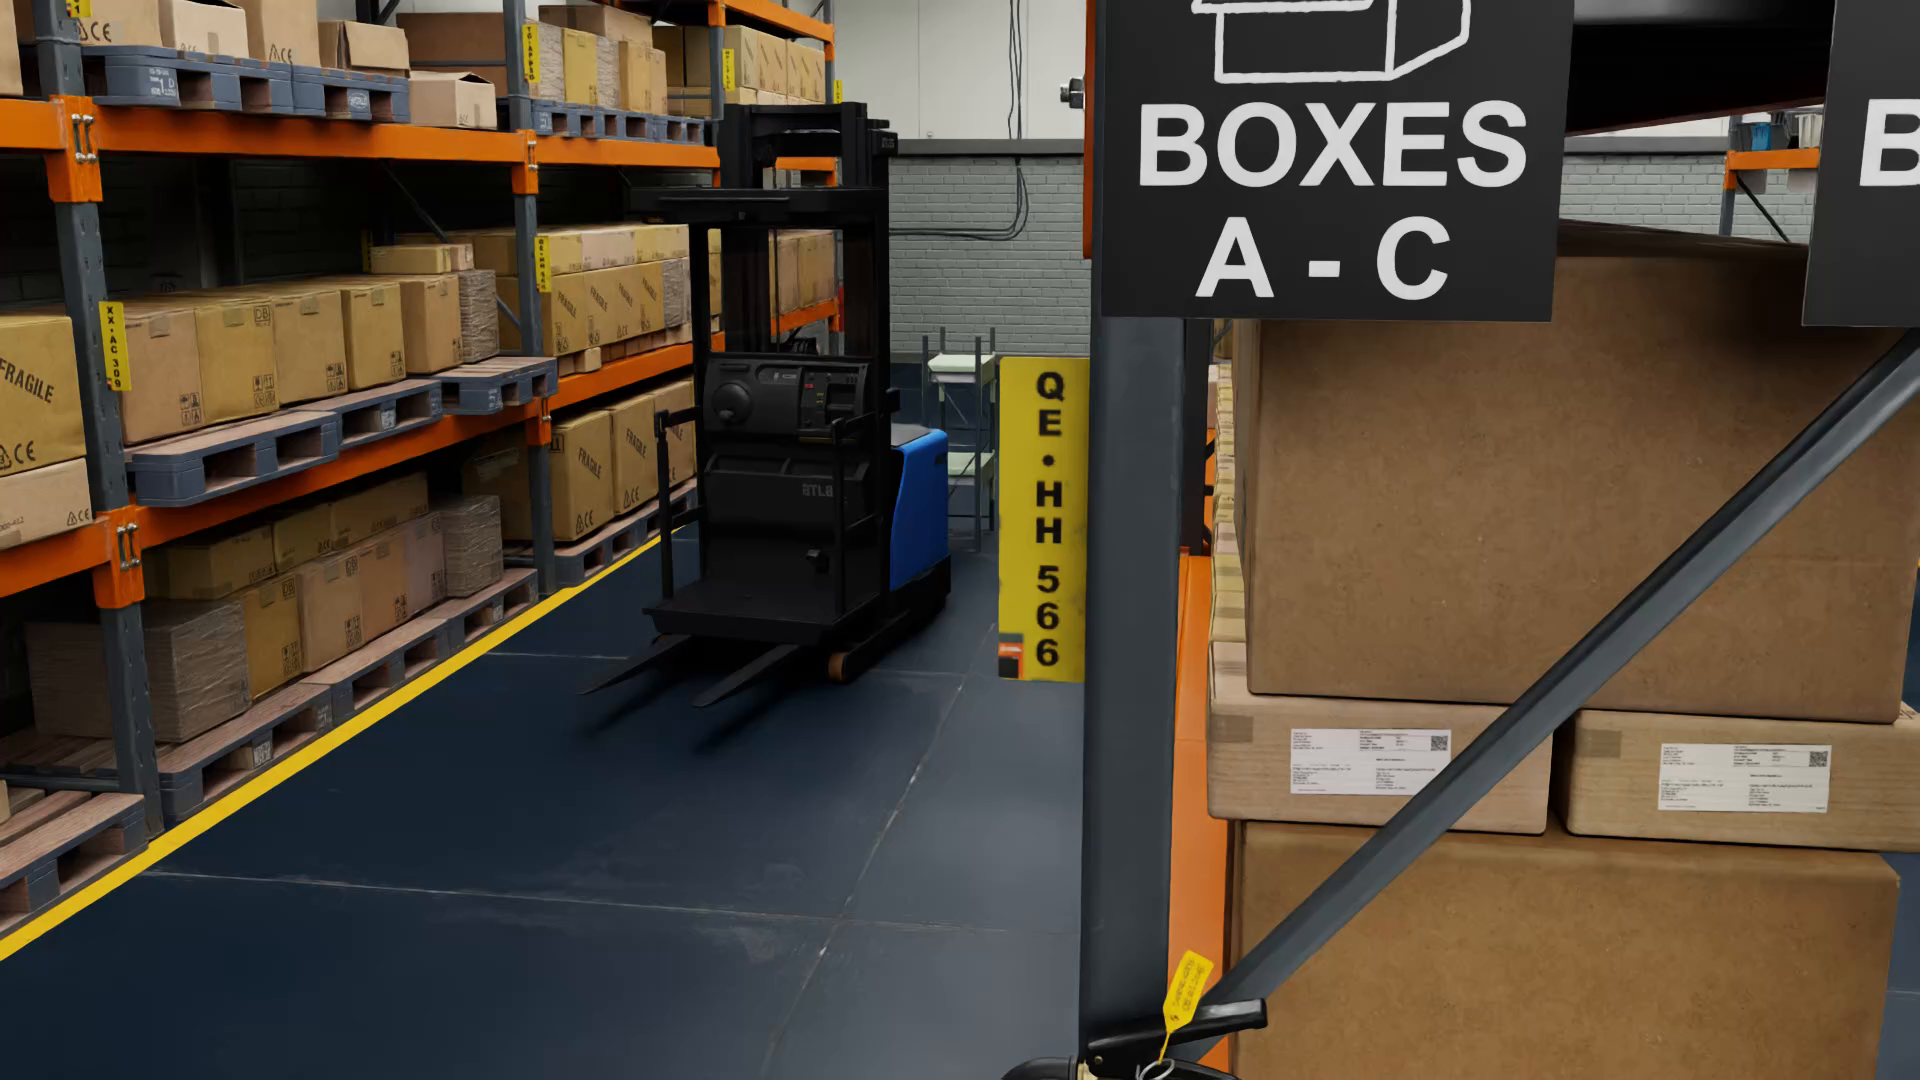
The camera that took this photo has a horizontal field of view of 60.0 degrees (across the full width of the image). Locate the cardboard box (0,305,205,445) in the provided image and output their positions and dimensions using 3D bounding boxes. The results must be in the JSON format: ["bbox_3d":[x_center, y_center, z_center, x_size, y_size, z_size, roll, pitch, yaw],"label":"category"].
[{"bbox_3d":[-3.546,-0.676,6.729,0.700,0.500,0.500,2,12,9],"label":"cardboard box"}]

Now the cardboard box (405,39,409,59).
[{"bbox_3d":[-3.380,-2.523,9.174,0.500,0.500,0.500,2,12,9],"label":"cardboard box"}]

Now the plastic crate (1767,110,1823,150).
[{"bbox_3d":[7.471,-3.611,14.658,0.504,0.338,0.767,2,12,9],"label":"plastic crate"}]

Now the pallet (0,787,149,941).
[{"bbox_3d":[-3.726,1.197,5.940,1.003,0.211,1.213,2,12,9],"label":"pallet"}]

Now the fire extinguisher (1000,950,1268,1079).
[{"bbox_3d":[0.145,0.732,1.659,0.296,0.674,0.183,2,12,9],"label":"fire extinguisher"}]

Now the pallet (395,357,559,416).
[{"bbox_3d":[-3.047,-0.895,9.479,1.213,0.211,1.003,2,12,9],"label":"pallet"}]

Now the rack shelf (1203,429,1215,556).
[{"bbox_3d":[1.545,-0.212,7.566,1.077,0.370,4.000,2,12,9],"label":"rack shelf"}]

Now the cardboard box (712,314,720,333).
[{"bbox_3d":[-2.199,-1.780,13.683,0.380,0.149,0.250,2,12,9],"label":"cardboard box"}]

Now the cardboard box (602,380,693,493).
[{"bbox_3d":[-2.532,-0.803,12.703,0.750,0.750,0.750,2,12,10],"label":"cardboard box"}]

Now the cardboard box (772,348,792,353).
[{"bbox_3d":[-1.699,-1.871,16.952,0.380,0.149,0.250,2,12,10],"label":"cardboard box"}]

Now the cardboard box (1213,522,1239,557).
[{"bbox_3d":[0.612,0.073,2.757,0.380,0.149,0.250,2,12,9],"label":"cardboard box"}]

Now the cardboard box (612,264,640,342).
[{"bbox_3d":[-2.548,-1.649,11.534,0.500,0.500,0.500,2,12,8],"label":"cardboard box"}]

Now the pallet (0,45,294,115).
[{"bbox_3d":[-3.457,-1.807,6.584,1.213,0.211,1.003,2,12,9],"label":"pallet"}]

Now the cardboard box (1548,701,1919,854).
[{"bbox_3d":[0.896,0.244,1.963,0.380,0.149,0.250,2,12,8],"label":"cardboard box"}]

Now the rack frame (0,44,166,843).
[{"bbox_3d":[-3.658,-0.307,6.300,1.000,3.000,0.127,2,12,9],"label":"rack frame"}]

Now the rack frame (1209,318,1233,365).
[{"bbox_3d":[1.853,-0.980,9.422,1.000,3.000,0.127,2,12,9],"label":"rack frame"}]

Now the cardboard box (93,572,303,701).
[{"bbox_3d":[-3.531,0.436,7.737,0.700,0.500,0.500,2,12,8],"label":"cardboard box"}]

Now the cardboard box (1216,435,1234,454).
[{"bbox_3d":[0.770,-0.141,3.753,0.380,0.149,0.250,2,12,8],"label":"cardboard box"}]

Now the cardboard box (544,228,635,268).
[{"bbox_3d":[-2.563,-2.013,11.443,0.500,0.250,0.500,2,12,9],"label":"cardboard box"}]

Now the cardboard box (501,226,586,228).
[{"bbox_3d":[-2.986,-2.134,12.004,0.500,0.250,0.500,2,12,7],"label":"cardboard box"}]

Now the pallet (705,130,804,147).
[{"bbox_3d":[-2.101,-3.819,15.684,1.003,0.211,1.213,2,12,9],"label":"pallet"}]

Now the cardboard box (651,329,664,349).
[{"bbox_3d":[-2.438,-1.517,12.462,0.380,0.149,0.250,2,12,7],"label":"cardboard box"}]

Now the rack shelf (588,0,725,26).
[{"bbox_3d":[-2.735,-3.942,11.581,1.077,0.370,4.000,2,12,9],"label":"rack shelf"}]

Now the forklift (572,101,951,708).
[{"bbox_3d":[-1.001,-0.791,8.708,1.130,2.935,3.031,4,13,18],"label":"forklift"}]

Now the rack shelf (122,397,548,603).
[{"bbox_3d":[-3.350,-0.372,8.308,1.077,0.370,4.000,2,12,9],"label":"rack shelf"}]

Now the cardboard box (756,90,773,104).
[{"bbox_3d":[-1.968,-3.861,14.790,0.500,0.250,0.500,2,12,7],"label":"cardboard box"}]

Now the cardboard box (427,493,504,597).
[{"bbox_3d":[-3.102,0.018,9.677,0.700,0.500,0.500,2,12,9],"label":"cardboard box"}]

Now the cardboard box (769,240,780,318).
[{"bbox_3d":[-2.210,-2.384,15.221,0.980,0.700,0.700,2,12,7],"label":"cardboard box"}]

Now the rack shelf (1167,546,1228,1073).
[{"bbox_3d":[0.930,0.620,3.703,1.077,0.370,4.000,2,12,9],"label":"rack shelf"}]

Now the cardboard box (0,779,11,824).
[{"bbox_3d":[-3.710,0.975,6.031,0.380,0.166,0.250,0,12,1],"label":"cardboard box"}]

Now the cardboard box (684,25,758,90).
[{"bbox_3d":[-2.040,-4.126,14.240,0.500,0.500,0.500,2,12,8],"label":"cardboard box"}]

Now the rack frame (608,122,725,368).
[{"bbox_3d":[-2.427,-1.973,14.027,1.000,3.000,0.127,2,12,9],"label":"rack frame"}]

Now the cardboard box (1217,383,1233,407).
[{"bbox_3d":[0.929,-0.358,4.757,0.380,0.149,0.250,2,12,7],"label":"cardboard box"}]

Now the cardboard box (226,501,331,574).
[{"bbox_3d":[-3.420,-0.021,8.080,0.500,0.250,0.500,2,12,7],"label":"cardboard box"}]

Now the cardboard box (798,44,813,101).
[{"bbox_3d":[-1.743,-4.554,16.227,0.500,0.500,0.500,2,12,10],"label":"cardboard box"}]

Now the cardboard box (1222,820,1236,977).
[{"bbox_3d":[0.783,0.430,2.641,0.700,0.500,0.500,2,12,10],"label":"cardboard box"}]

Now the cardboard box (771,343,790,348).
[{"bbox_3d":[-1.999,-1.989,17.501,0.380,0.149,0.250,2,12,9],"label":"cardboard box"}]

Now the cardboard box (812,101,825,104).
[{"bbox_3d":[-1.662,-4.292,16.789,0.500,0.250,0.500,2,12,10],"label":"cardboard box"}]

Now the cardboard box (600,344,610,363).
[{"bbox_3d":[-2.643,-1.304,11.471,0.380,0.149,0.250,2,12,10],"label":"cardboard box"}]

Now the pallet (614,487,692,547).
[{"bbox_3d":[-2.657,-0.192,12.383,1.003,0.211,1.213,2,12,9],"label":"pallet"}]

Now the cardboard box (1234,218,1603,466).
[{"bbox_3d":[0.944,-0.425,3.528,0.700,0.500,0.500,2,12,9],"label":"cardboard box"}]

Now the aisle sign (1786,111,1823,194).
[{"bbox_3d":[8.278,-3.761,16.153,0.394,0.787,0.004,2,12,9],"label":"aisle sign"}]

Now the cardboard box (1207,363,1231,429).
[{"bbox_3d":[1.524,-0.757,8.597,0.500,0.311,0.500,2,12,8],"label":"cardboard box"}]

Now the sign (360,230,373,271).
[{"bbox_3d":[-3.591,-1.723,10.122,0.100,0.325,0.005,2,12,9],"label":"sign"}]

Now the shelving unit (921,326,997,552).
[{"bbox_3d":[-0.001,-0.732,11.829,0.431,1.500,0.755,2,12,9],"label":"shelving unit"}]

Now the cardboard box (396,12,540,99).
[{"bbox_3d":[-3.026,-2.971,10.259,0.700,0.500,0.500,1,12,4],"label":"cardboard box"}]

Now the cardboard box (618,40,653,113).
[{"bbox_3d":[-2.693,-3.405,12.273,0.700,0.500,0.500,2,12,8],"label":"cardboard box"}]

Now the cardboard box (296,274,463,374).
[{"bbox_3d":[-3.164,-1.189,9.107,0.700,0.500,0.500,1,12,3],"label":"cardboard box"}]

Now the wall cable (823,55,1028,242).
[{"bbox_3d":[-0.589,-5.386,22.996,3.097,2.526,0.112,2,12,9],"label":"wall cable"}]

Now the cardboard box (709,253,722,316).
[{"bbox_3d":[-2.249,-2.073,13.500,0.500,0.500,0.500,2,12,8],"label":"cardboard box"}]

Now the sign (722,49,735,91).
[{"bbox_3d":[-1.890,-3.830,13.551,0.100,0.325,0.005,2,12,9],"label":"sign"}]

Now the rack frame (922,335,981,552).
[{"bbox_3d":[-0.057,-0.656,11.475,0.400,1.500,0.023,2,12,9],"label":"rack frame"}]
